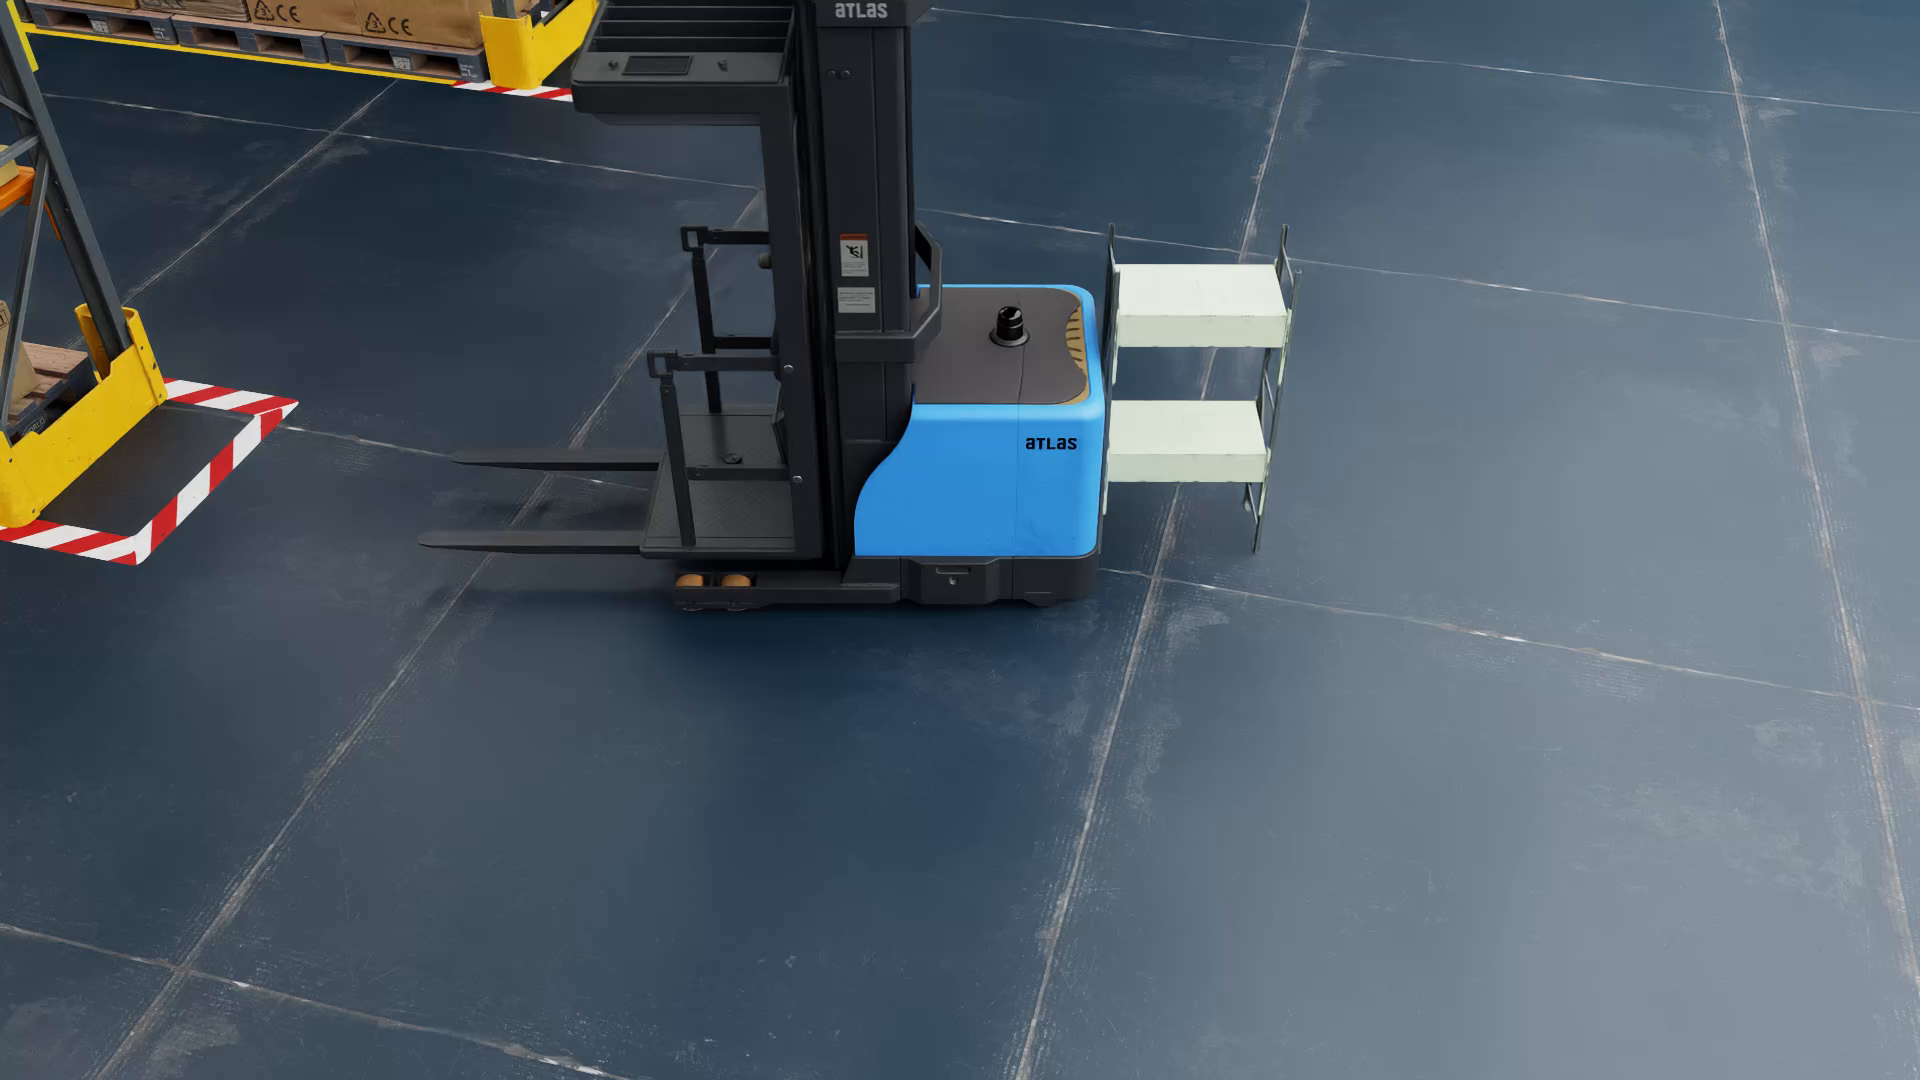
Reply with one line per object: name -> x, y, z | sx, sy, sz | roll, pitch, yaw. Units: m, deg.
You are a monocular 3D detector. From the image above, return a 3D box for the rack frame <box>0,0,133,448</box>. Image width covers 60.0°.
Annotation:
rack frame -> -4.356, -1.574, 7.317 | 0.127, 3.000, 1.000 | 10, 41, 11

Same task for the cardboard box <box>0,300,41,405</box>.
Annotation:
cardboard box -> -4.955, -0.892, 8.121 | 0.500, 0.500, 0.500 | 17, 43, 19

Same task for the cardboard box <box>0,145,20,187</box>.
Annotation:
cardboard box -> -4.570, -1.674, 7.630 | 0.250, 0.149, 0.380 | 10, 41, 11

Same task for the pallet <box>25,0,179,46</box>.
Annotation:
pallet -> -6.126, -4.061, 12.446 | 1.213, 0.211, 1.003 | 10, 41, 11

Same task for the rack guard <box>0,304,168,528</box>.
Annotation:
rack guard -> -4.429, -0.630, 8.136 | 0.348, 0.500, 1.175 | 10, 41, 11

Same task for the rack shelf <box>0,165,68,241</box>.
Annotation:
rack shelf -> -6.288, -1.631, 7.944 | 4.000, 0.370, 1.077 | 10, 41, 11

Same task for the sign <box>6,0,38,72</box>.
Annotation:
sign -> -4.216, -2.243, 7.440 | 0.005, 0.325, 0.100 | 10, 41, 11

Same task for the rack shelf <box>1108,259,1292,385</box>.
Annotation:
rack shelf -> 1.007, -0.936, 7.116 | 0.720, 0.370, 0.431 | 0, 40, 0

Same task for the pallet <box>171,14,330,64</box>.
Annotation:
pallet -> -4.944, -3.859, 12.206 | 1.213, 0.211, 1.003 | 10, 41, 11

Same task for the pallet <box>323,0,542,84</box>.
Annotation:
pallet -> -3.769, -3.655, 11.963 | 1.213, 0.211, 1.003 | 10, 41, 11

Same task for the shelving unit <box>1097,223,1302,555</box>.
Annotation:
shelving unit -> 1.007, -0.637, 7.367 | 0.755, 1.500, 0.431 | 0, 40, 0

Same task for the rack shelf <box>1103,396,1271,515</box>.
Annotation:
rack shelf -> 1.007, -0.387, 7.576 | 0.720, 0.370, 0.431 | 0, 40, 0

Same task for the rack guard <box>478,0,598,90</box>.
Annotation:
rack guard -> -2.953, -3.678, 11.765 | 0.348, 0.500, 1.175 | 10, 41, 11

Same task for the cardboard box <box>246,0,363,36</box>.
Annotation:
cardboard box -> -4.499, -4.203, 11.772 | 0.875, 0.875, 0.875 | 9, 41, 11

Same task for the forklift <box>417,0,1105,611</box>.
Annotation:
forklift -> -0.905, -1.147, 6.861 | 3.031, 2.935, 1.130 | 0, 40, 0

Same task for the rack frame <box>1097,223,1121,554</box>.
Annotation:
rack frame -> 0.641, -0.638, 7.368 | 0.023, 1.500, 0.400 | 0, 40, 0

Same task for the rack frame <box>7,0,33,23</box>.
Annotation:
rack frame -> -6.840, -5.304, 11.757 | 0.127, 3.000, 1.000 | 10, 41, 11

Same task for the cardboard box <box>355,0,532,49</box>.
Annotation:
cardboard box -> -3.649, -4.058, 11.599 | 0.875, 0.875, 0.875 | 10, 41, 12

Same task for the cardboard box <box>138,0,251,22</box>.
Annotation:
cardboard box -> -5.379, -4.356, 11.954 | 0.875, 0.875, 0.875 | 10, 41, 12

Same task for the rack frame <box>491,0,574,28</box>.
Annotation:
rack frame -> -2.976, -4.639, 10.966 | 0.127, 3.000, 1.000 | 10, 41, 11

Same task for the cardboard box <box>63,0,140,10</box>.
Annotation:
cardboard box -> -6.251, -4.503, 12.129 | 0.875, 0.875, 0.875 | 10, 41, 12

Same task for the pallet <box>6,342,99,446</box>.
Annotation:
pallet -> -5.205, -0.676, 8.415 | 1.213, 0.211, 1.003 | 10, 41, 11

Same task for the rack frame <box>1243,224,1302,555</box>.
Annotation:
rack frame -> 1.373, -0.636, 7.365 | 0.023, 1.500, 0.400 | 0, 40, 0
